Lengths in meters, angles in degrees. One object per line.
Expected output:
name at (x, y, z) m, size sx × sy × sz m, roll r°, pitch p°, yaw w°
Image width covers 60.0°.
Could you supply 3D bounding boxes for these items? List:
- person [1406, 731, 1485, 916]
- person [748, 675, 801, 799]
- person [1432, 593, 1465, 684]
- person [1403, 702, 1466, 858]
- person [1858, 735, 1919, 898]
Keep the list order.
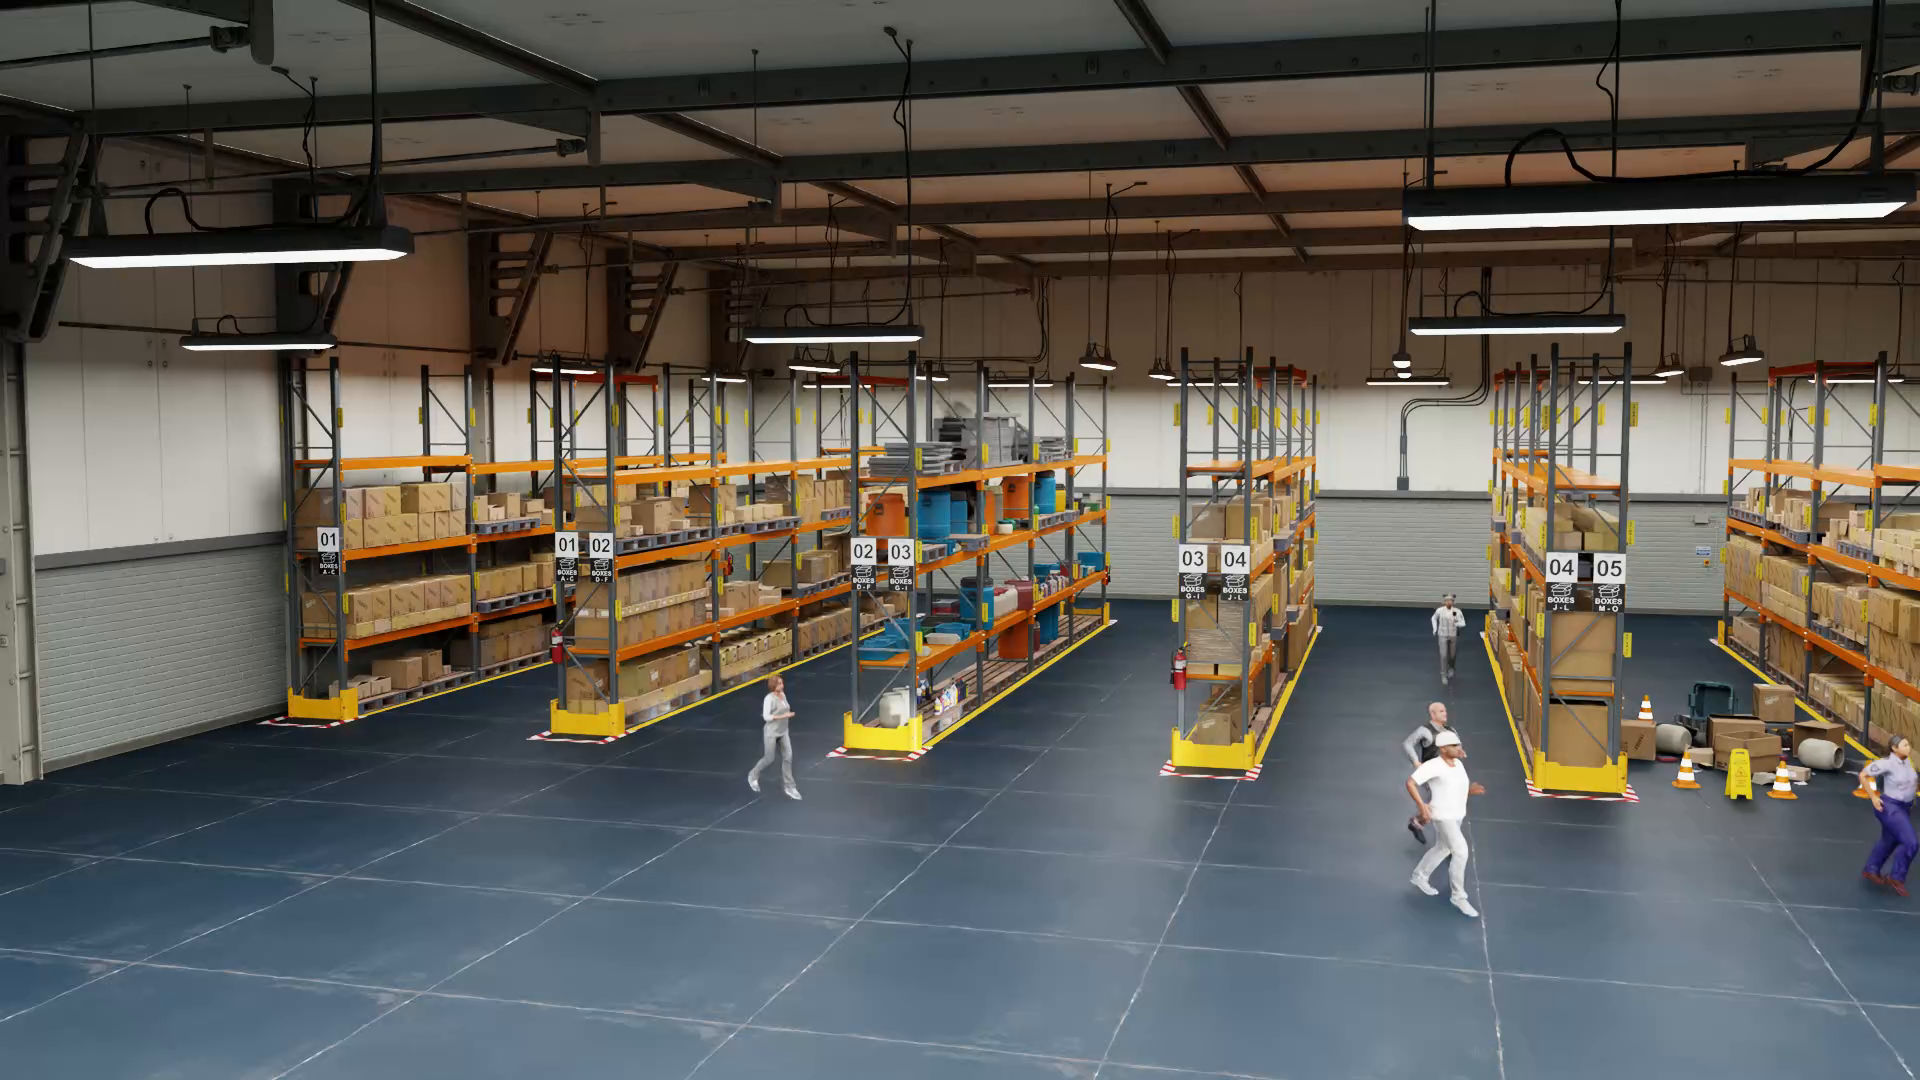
person at (4.974, 2.861, 17.025) m, size 0.820 × 1.821 × 0.677 m, roll 4°, pitch 6°, yaw 43°
person at (-2.449, 2.624, 21.886) m, size 0.831 × 1.514 × 0.566 m, roll 3°, pitch 5°, yaw 32°
person at (9.215, 1.830, 31.381) m, size 0.610 × 1.684 × 0.918 m, roll 1°, pitch 4°, yaw 15°
person at (5.469, 2.714, 19.048) m, size 0.659 × 1.713 × 0.948 m, roll -3°, pitch 5°, yaw -33°
person at (9.880, 2.899, 17.561) m, size 0.589 × 1.695 × 0.679 m, roll -3°, pitch 5°, yaw -38°
